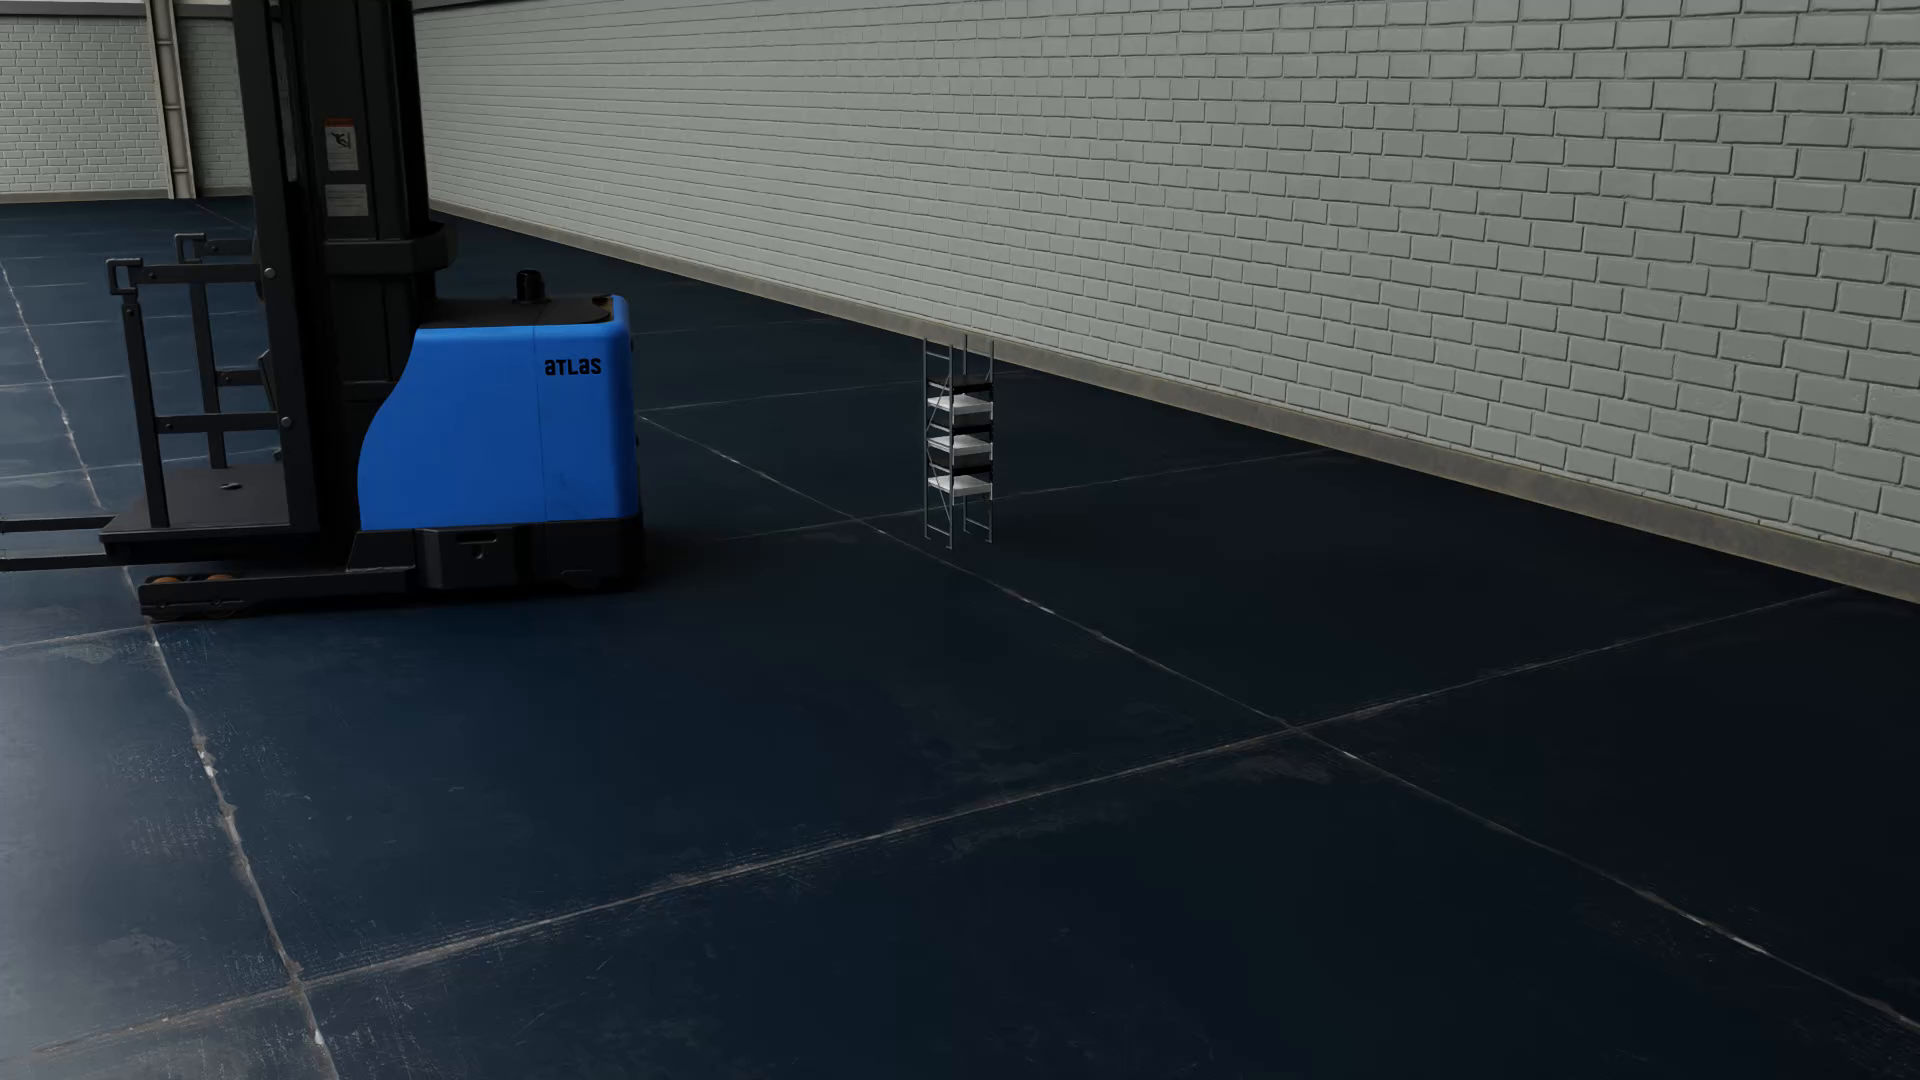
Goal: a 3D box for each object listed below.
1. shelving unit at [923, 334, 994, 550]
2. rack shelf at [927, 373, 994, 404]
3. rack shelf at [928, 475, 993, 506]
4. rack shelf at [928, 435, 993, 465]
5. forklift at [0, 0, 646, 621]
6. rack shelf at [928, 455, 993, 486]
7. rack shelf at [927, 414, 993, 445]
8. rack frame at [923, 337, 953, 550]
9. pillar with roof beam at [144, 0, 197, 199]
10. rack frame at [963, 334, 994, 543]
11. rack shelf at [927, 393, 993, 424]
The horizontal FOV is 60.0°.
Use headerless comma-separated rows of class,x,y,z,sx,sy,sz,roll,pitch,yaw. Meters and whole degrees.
shelving unit,-0.007,-0.432,7.284,0.210,0.900,0.258,-9,18,-30
rack shelf,-0.007,-0.660,7.220,0.200,0.077,0.258,-9,18,-30
rack shelf,-0.007,-0.227,7.342,0.200,0.077,0.258,-9,18,-30
rack shelf,-0.007,-0.400,7.293,0.200,0.077,0.258,-9,18,-30
forklift,-2.841,-1.257,6.465,3.031,2.935,1.130,-3,16,-11
rack shelf,-0.007,-0.313,7.318,0.200,0.077,0.258,-9,18,-30
rack shelf,-0.007,-0.487,7.269,0.200,0.077,0.258,-9,18,-30
rack frame,-0.094,-0.418,7.234,0.006,0.900,0.240,-9,18,-30
pillar with roof beam,-10.791,-9.059,23.053,0.400,9.000,9.100,-9,18,-30
rack frame,0.080,-0.446,7.335,0.006,0.900,0.240,-9,18,-30
rack shelf,-0.007,-0.573,7.245,0.200,0.077,0.258,-9,18,-30
